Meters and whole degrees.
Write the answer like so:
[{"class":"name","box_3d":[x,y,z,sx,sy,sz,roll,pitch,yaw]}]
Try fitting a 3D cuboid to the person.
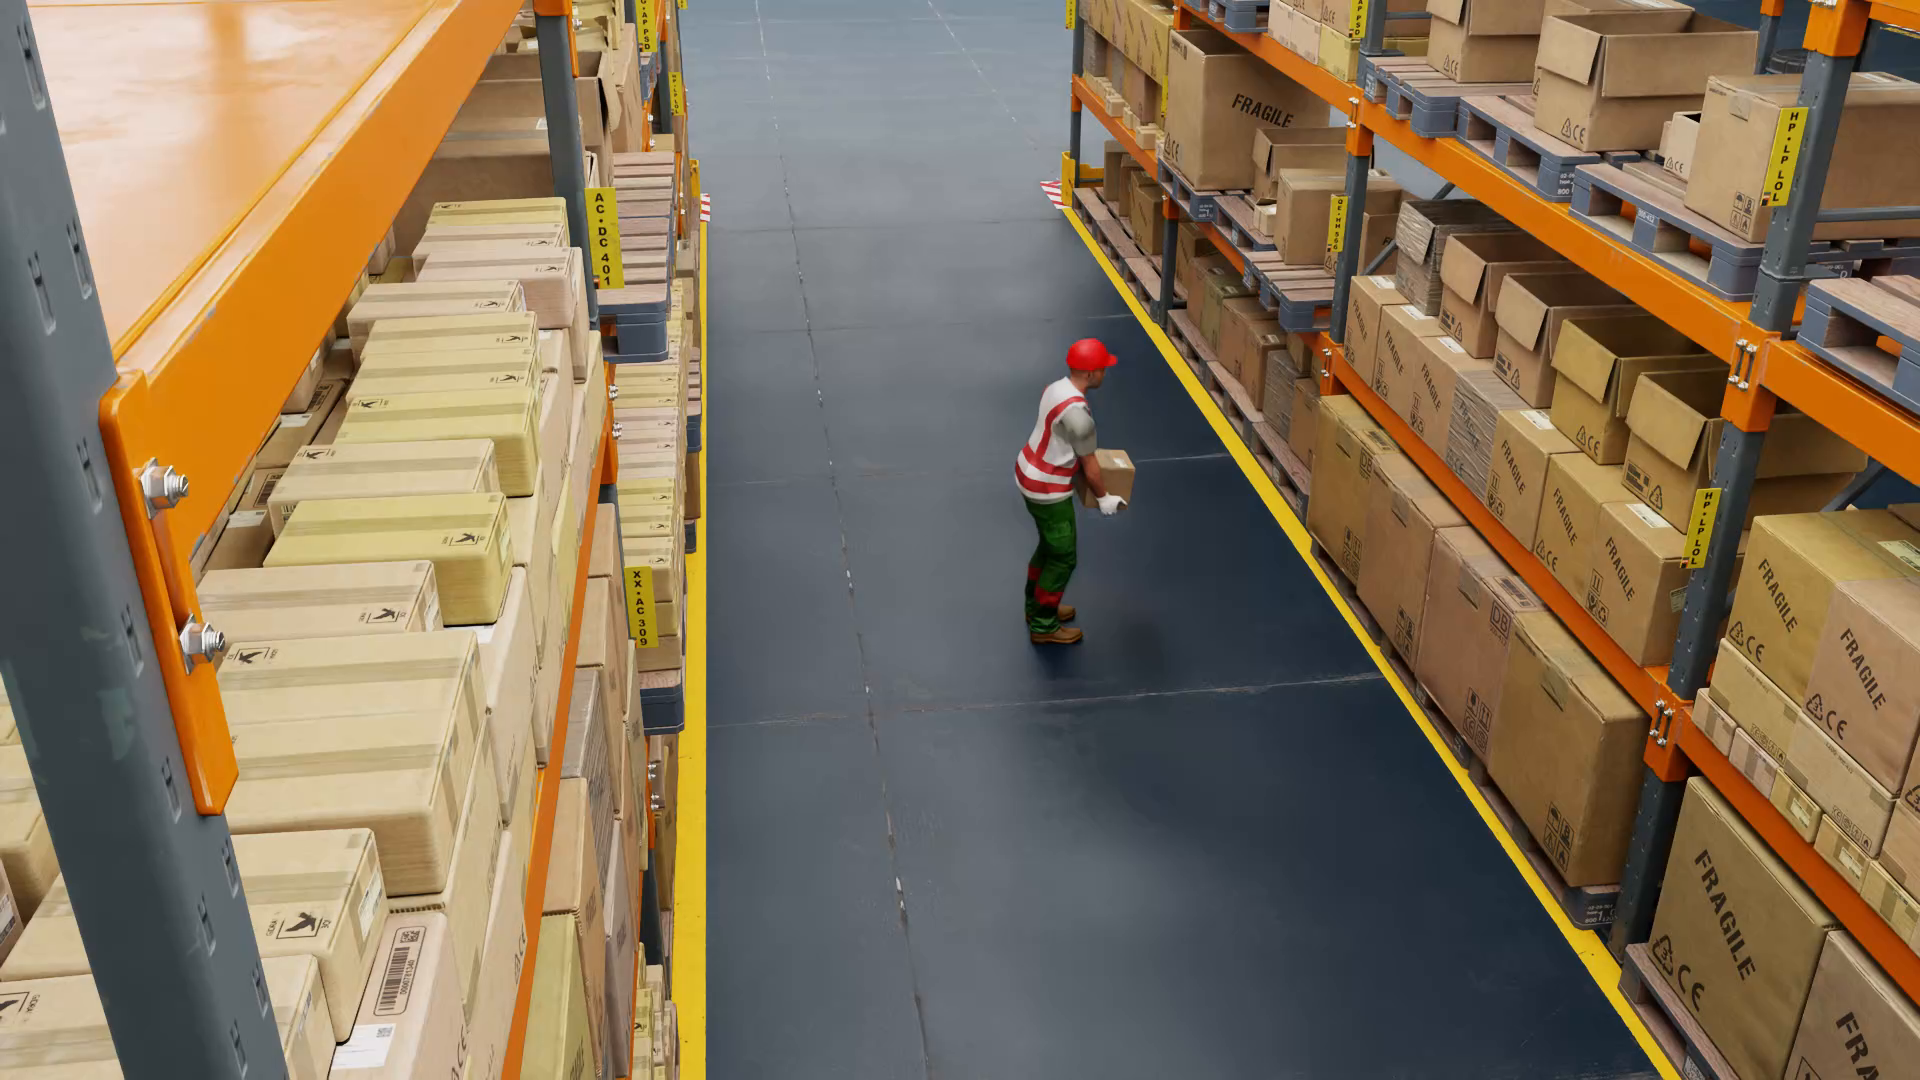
[{"class":"person","box_3d":[0.603,-0.279,9.186,0.592,1.745,0.488,-4,27,-8]}]
